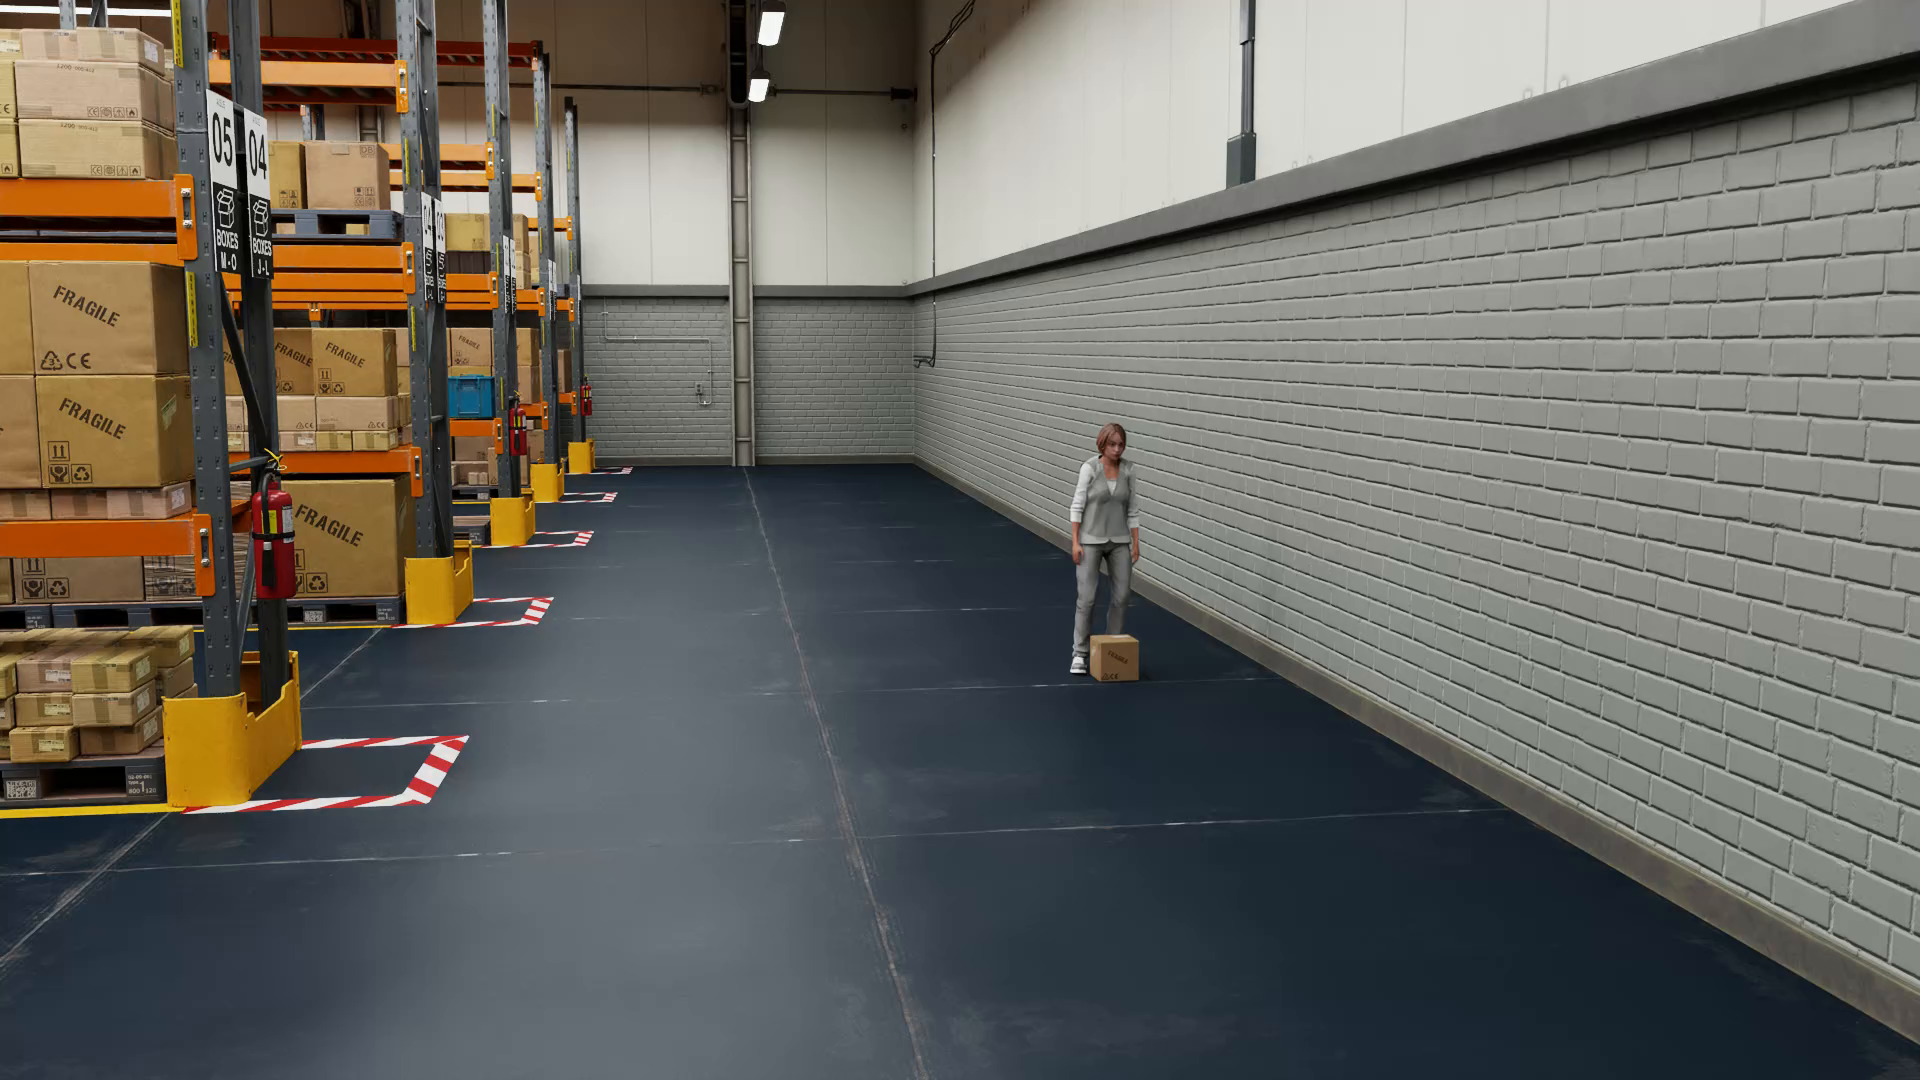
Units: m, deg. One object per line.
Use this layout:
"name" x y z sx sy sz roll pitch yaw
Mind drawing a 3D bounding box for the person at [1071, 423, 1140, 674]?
"person" 0.925 0.048 10.626 0.477 1.591 0.349 -1 7 -12
